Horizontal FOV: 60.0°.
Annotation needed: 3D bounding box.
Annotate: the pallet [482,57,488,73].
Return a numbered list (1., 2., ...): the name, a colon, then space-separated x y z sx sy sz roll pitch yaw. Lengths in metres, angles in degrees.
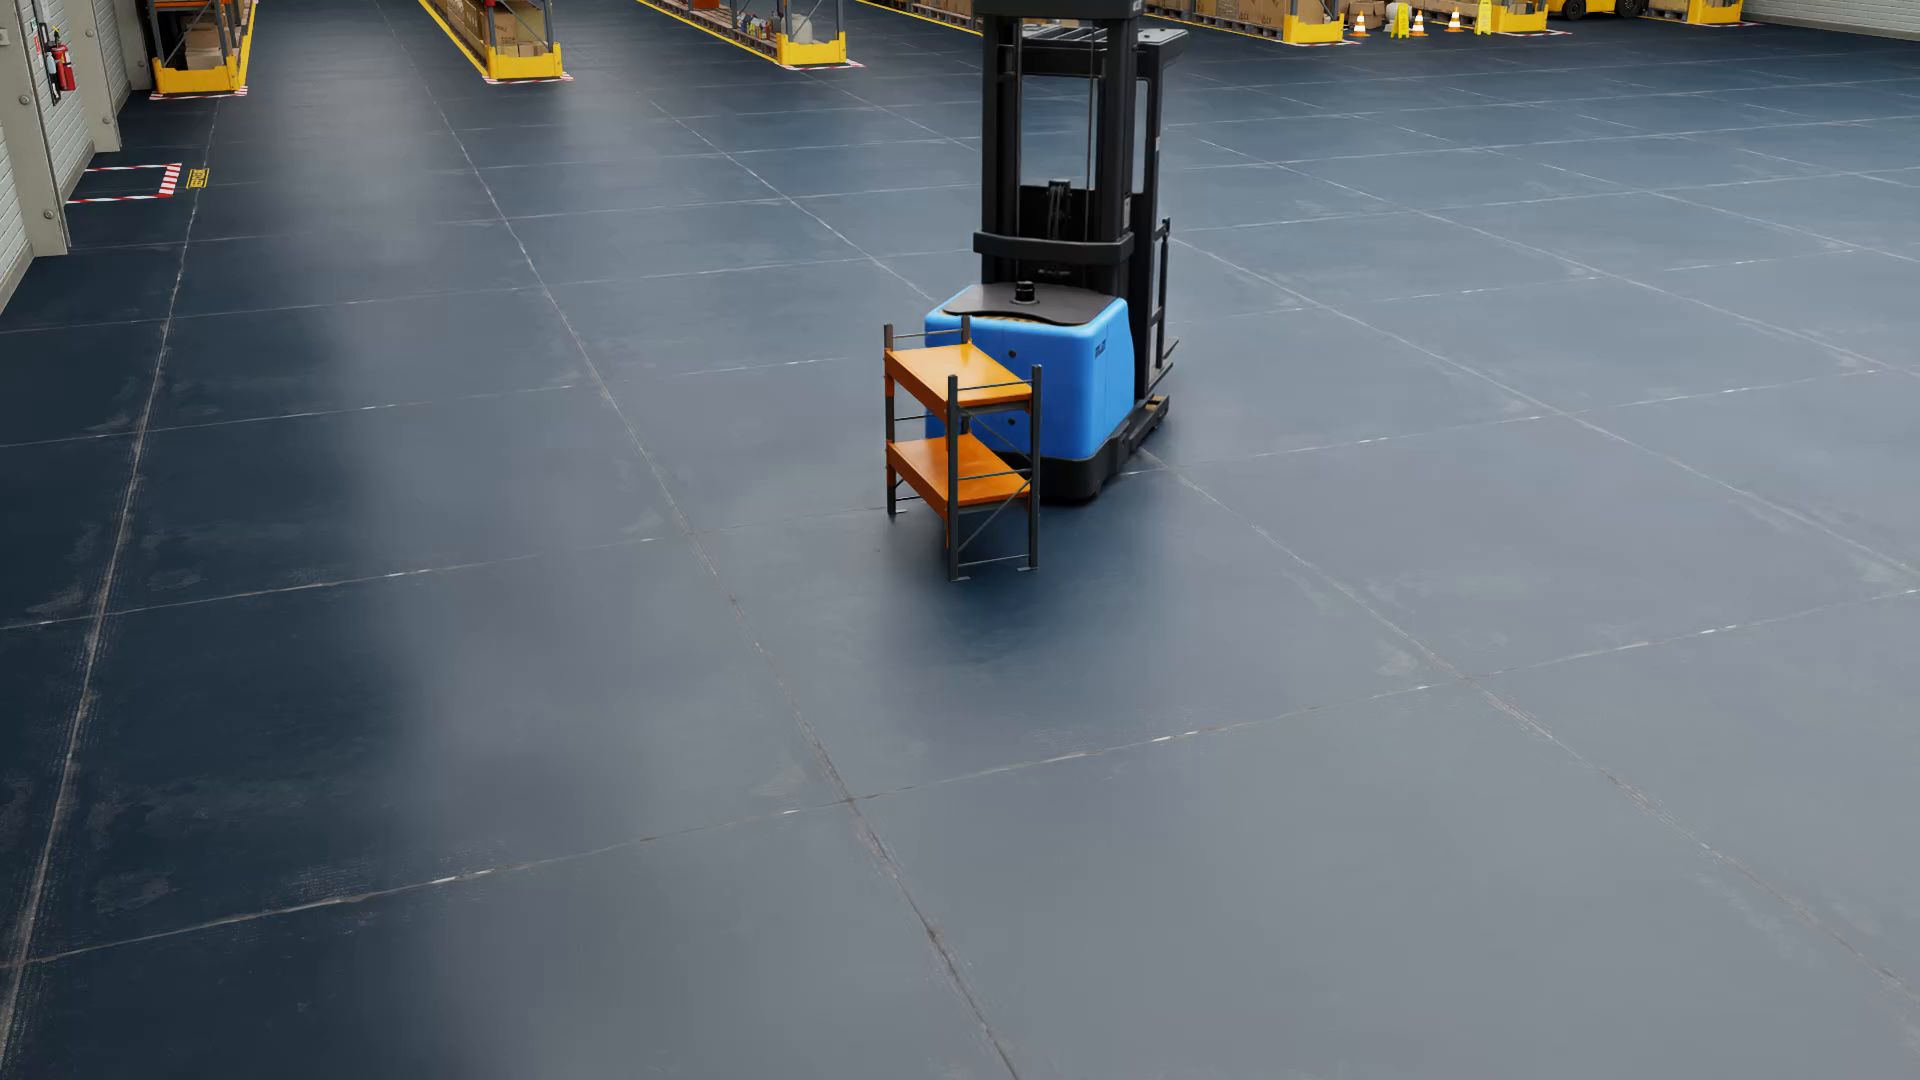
1. pallet: -7.459 -8.006 27.974 1.003 0.211 1.213 -8 24 -19

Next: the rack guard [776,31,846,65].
1. rack guard: -2.586 -8.567 28.931 1.175 0.500 0.348 -8 24 -19

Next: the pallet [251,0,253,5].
1. pallet: -17.080 -12.587 38.842 1.003 0.211 1.213 -8 24 -19

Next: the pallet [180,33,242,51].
1. pallet: -13.907 -9.233 30.885 1.003 0.211 1.213 -8 24 -19

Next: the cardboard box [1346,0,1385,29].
1. cardboard box: 8.401 -10.877 34.409 0.637 0.503 0.797 12 26 27

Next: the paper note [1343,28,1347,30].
1. paper note: 7.844 -10.439 33.981 0.144 0.017 0.142 0 23 -1

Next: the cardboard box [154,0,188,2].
1. cardboard box: -12.130 -8.421 25.536 0.500 0.250 0.500 -8 24 -18

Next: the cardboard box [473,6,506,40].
1. cardboard box: -7.985 -8.806 28.316 0.500 0.500 0.500 -8 24 -19

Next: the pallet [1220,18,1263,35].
1. pallet: 6.012 -10.458 33.791 1.003 0.211 1.213 -8 24 -19

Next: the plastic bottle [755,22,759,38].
1. plastic bottle: -3.686 -9.398 30.626 0.152 0.276 0.135 -9 24 -20

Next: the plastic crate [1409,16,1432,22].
1. plastic crate: 9.764 -11.162 35.629 0.402 0.080 0.583 -18 29 -37

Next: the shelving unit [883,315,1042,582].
1. shelving unit: -0.002 -0.521 9.037 0.538 1.125 1.048 -8 24 -19

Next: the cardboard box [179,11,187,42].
1. cardboard box: -13.701 -9.288 30.077 0.700 0.500 0.500 -9 24 -20

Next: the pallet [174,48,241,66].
1. pallet: -12.926 -8.267 28.593 1.003 0.211 1.213 -8 24 -19

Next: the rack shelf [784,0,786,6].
1. rack shelf: -3.221 -10.093 30.260 1.077 0.370 4.000 -8 24 -19

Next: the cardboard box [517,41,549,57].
1. cardboard box: -7.131 -8.171 27.774 0.500 0.250 0.500 -8 24 -19

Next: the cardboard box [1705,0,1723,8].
1. cardboard box: 16.042 -11.551 35.793 0.500 0.250 0.500 -8 24 -19

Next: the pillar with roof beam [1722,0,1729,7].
1. pillar with roof beam: 12.602 -14.969 33.180 9.100 9.000 0.400 -8 24 -19

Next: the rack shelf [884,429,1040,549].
1. rack shelf: -0.002 -0.295 9.132 0.538 0.278 1.000 -8 24 -19

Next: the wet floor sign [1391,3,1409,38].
1. wet floor sign: 8.657 -10.197 32.613 0.267 0.644 0.232 -13 26 -28

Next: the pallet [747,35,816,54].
1. pallet: -3.295 -9.172 30.740 1.003 0.211 1.213 -8 24 -19

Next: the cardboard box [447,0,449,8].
1. cardboard box: -10.066 -10.880 33.480 0.500 0.311 0.500 -7 24 -17

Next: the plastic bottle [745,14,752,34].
1. plastic bottle: -3.964 -9.714 31.279 0.144 0.351 0.185 -9 25 -21

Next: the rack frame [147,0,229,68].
1. rack frame: -11.783 -8.338 25.171 1.000 3.000 0.127 -8 24 -19

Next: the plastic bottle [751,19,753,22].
1. plastic bottle: -3.877 -9.629 31.180 0.097 0.271 0.097 0 23 0

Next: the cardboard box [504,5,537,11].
1. cardboard box: -7.499 -8.878 28.485 0.500 0.500 0.500 -8 24 -19

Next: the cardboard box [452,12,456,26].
1. cardboard box: -9.698 -10.251 32.709 0.500 0.250 0.500 -9 24 -20

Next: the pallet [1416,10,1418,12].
1. pallet: 9.700 -12.188 37.895 1.003 0.211 1.213 -8 24 -19

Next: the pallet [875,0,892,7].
1. pallet: -1.343 -12.738 39.201 1.003 0.211 1.213 -8 24 -19

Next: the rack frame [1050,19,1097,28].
1. rack frame: 2.119 -10.377 30.008 1.000 3.000 0.127 -8 24 -19

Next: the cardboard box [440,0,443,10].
1. cardboard box: -10.900 -11.662 35.710 0.500 0.500 0.500 -9 25 -21

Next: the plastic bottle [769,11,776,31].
1. plastic bottle: -3.566 -9.919 31.765 0.144 0.351 0.185 -8 24 -19

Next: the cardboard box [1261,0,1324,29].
1. cardboard box: 6.493 -10.472 32.430 0.875 0.875 0.875 -8 24 -19

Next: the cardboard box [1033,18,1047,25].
1. cardboard box: 1.671 -9.860 31.460 0.500 0.500 0.500 -2 23 -5

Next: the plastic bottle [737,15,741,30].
1. plastic bottle: -4.225 -9.920 31.871 0.097 0.271 0.097 0 23 0

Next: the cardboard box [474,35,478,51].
1. cardboard box: -8.157 -8.643 28.894 0.500 0.250 0.500 -8 24 -19

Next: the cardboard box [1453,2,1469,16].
1. cardboard box: 10.677 -11.109 34.745 0.500 0.250 0.500 -8 24 -19

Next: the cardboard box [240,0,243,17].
1. cardboard box: -15.050 -11.052 33.837 0.750 0.750 0.750 -8 24 -19

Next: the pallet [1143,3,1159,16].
1. pallet: 4.604 -11.903 37.220 1.003 0.211 1.213 -8 24 -19

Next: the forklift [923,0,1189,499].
1. forklift: 0.765 -2.130 10.530 1.130 2.935 3.031 8 24 19

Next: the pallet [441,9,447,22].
1. pallet: -10.632 -11.360 35.931 1.003 0.211 1.213 -8 24 -19

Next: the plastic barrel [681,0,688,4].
1. plastic barrel: -5.929 -12.272 37.069 0.600 0.588 0.708 -8 24 -19

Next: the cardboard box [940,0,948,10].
1. cardboard box: -0.037 -11.689 35.773 0.700 0.500 0.500 -6 24 -15

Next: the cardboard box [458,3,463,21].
1. cardboard box: -9.164 -9.953 31.281 0.500 0.311 0.500 -8 24 -18

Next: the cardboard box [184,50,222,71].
1. cardboard box: -11.943 -7.566 26.233 0.500 0.311 0.500 -11 25 -25

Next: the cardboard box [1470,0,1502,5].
1. cardboard box: 10.863 -11.264 34.147 0.500 0.500 0.500 -8 24 -19

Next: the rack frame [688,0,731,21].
1. rack frame: -5.341 -12.604 35.292 1.000 3.000 0.127 -8 24 -19
